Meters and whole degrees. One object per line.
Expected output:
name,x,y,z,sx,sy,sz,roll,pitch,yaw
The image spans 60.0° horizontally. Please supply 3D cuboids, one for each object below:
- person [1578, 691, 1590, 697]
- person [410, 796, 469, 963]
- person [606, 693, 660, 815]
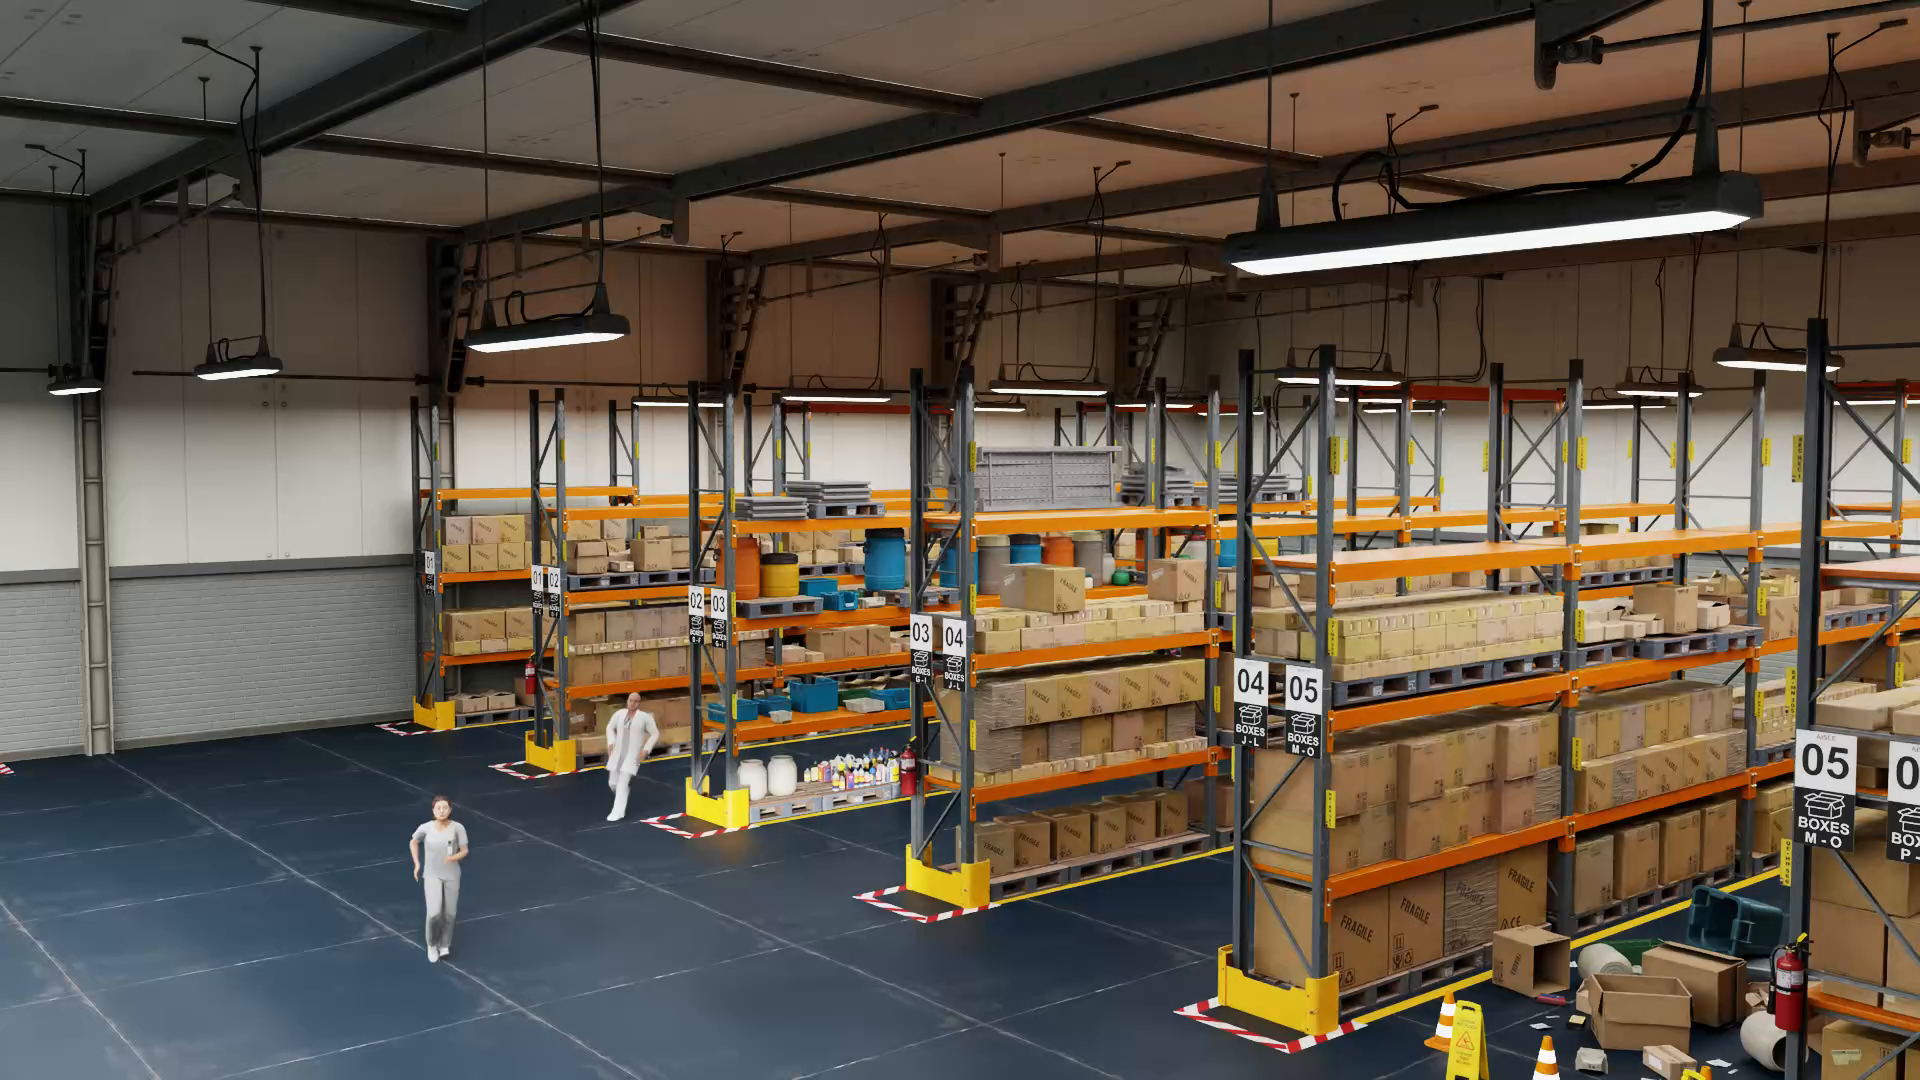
person,8.945,2.918,23.921,0.587,1.702,0.780,3,4,41
person,-5.137,3.352,16.450,0.536,1.641,0.653,-1,4,-22
person,-16.270,3.412,15.105,21.506,1.735,19.702,1,3,9
